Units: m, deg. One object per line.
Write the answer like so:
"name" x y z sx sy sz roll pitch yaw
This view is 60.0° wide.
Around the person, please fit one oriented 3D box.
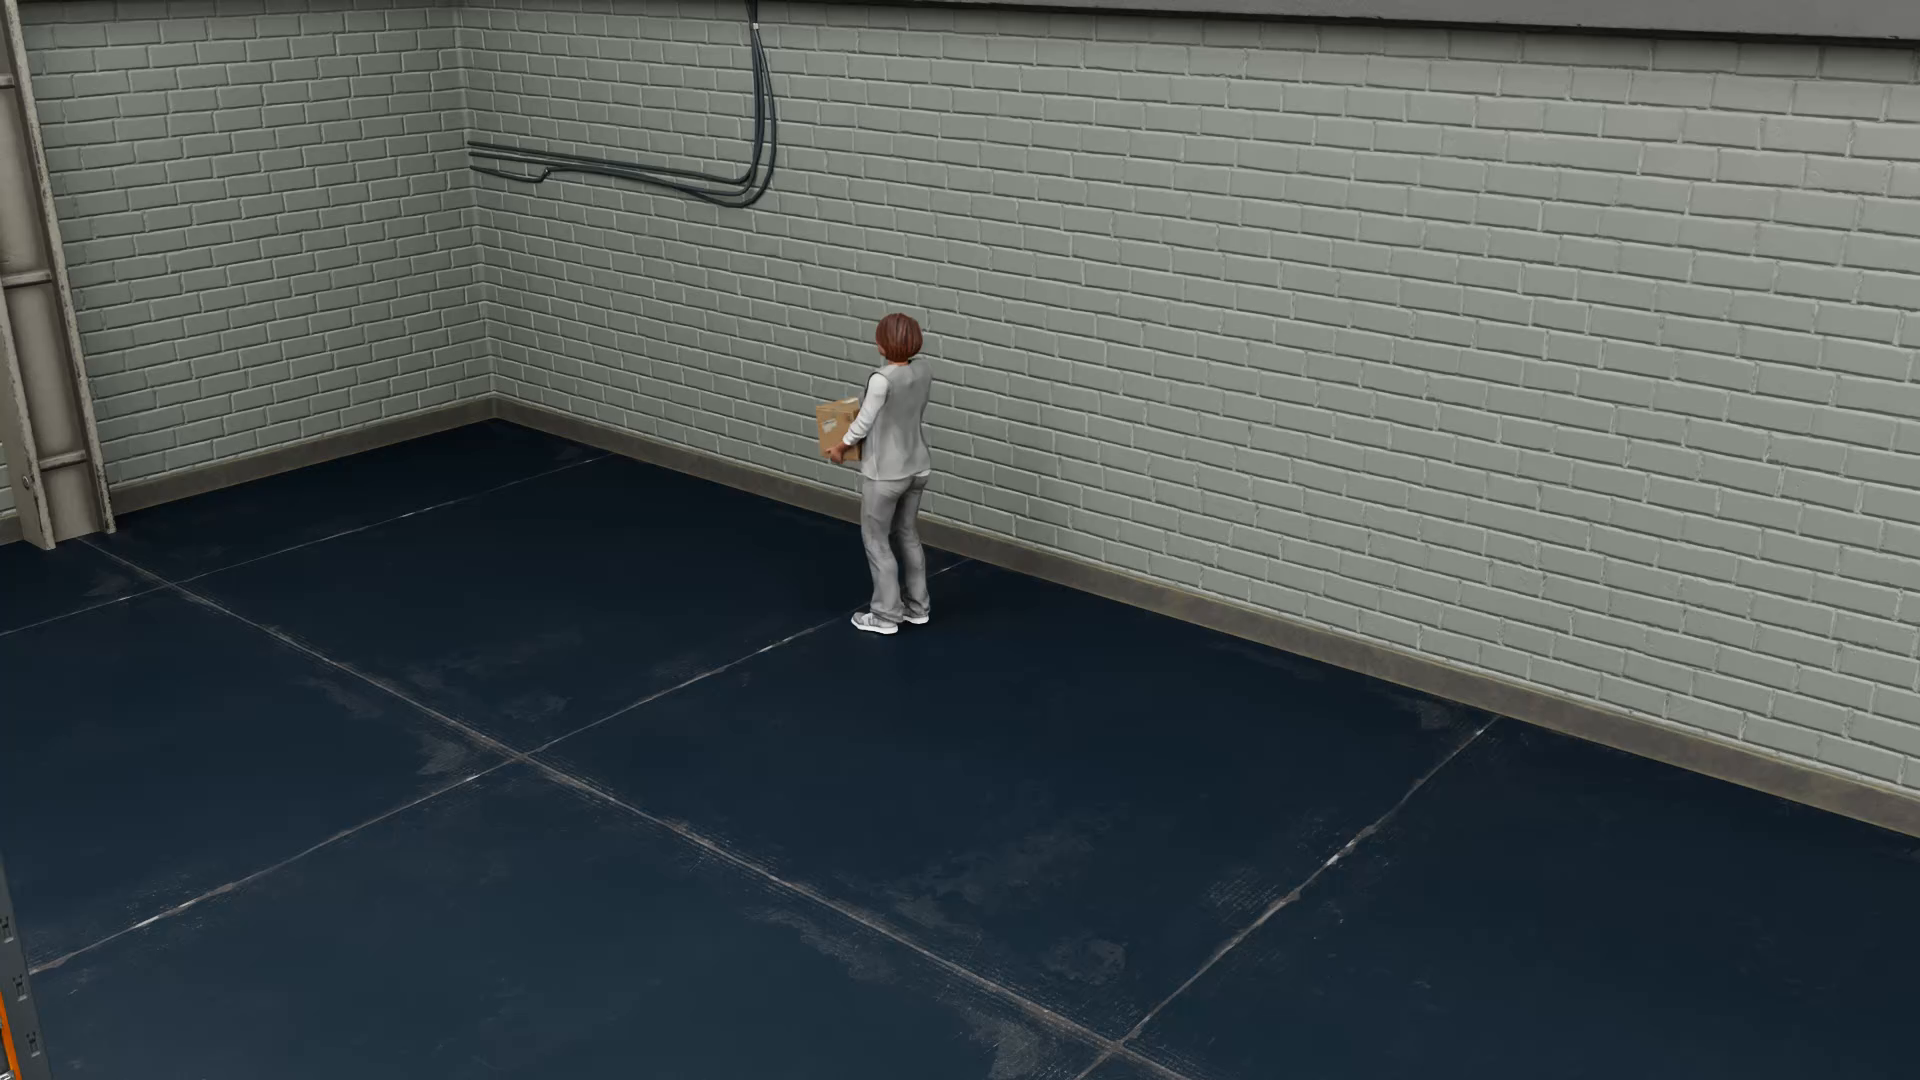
"person" -0.376 -0.332 7.986 0.500 1.589 0.405 16 26 37
